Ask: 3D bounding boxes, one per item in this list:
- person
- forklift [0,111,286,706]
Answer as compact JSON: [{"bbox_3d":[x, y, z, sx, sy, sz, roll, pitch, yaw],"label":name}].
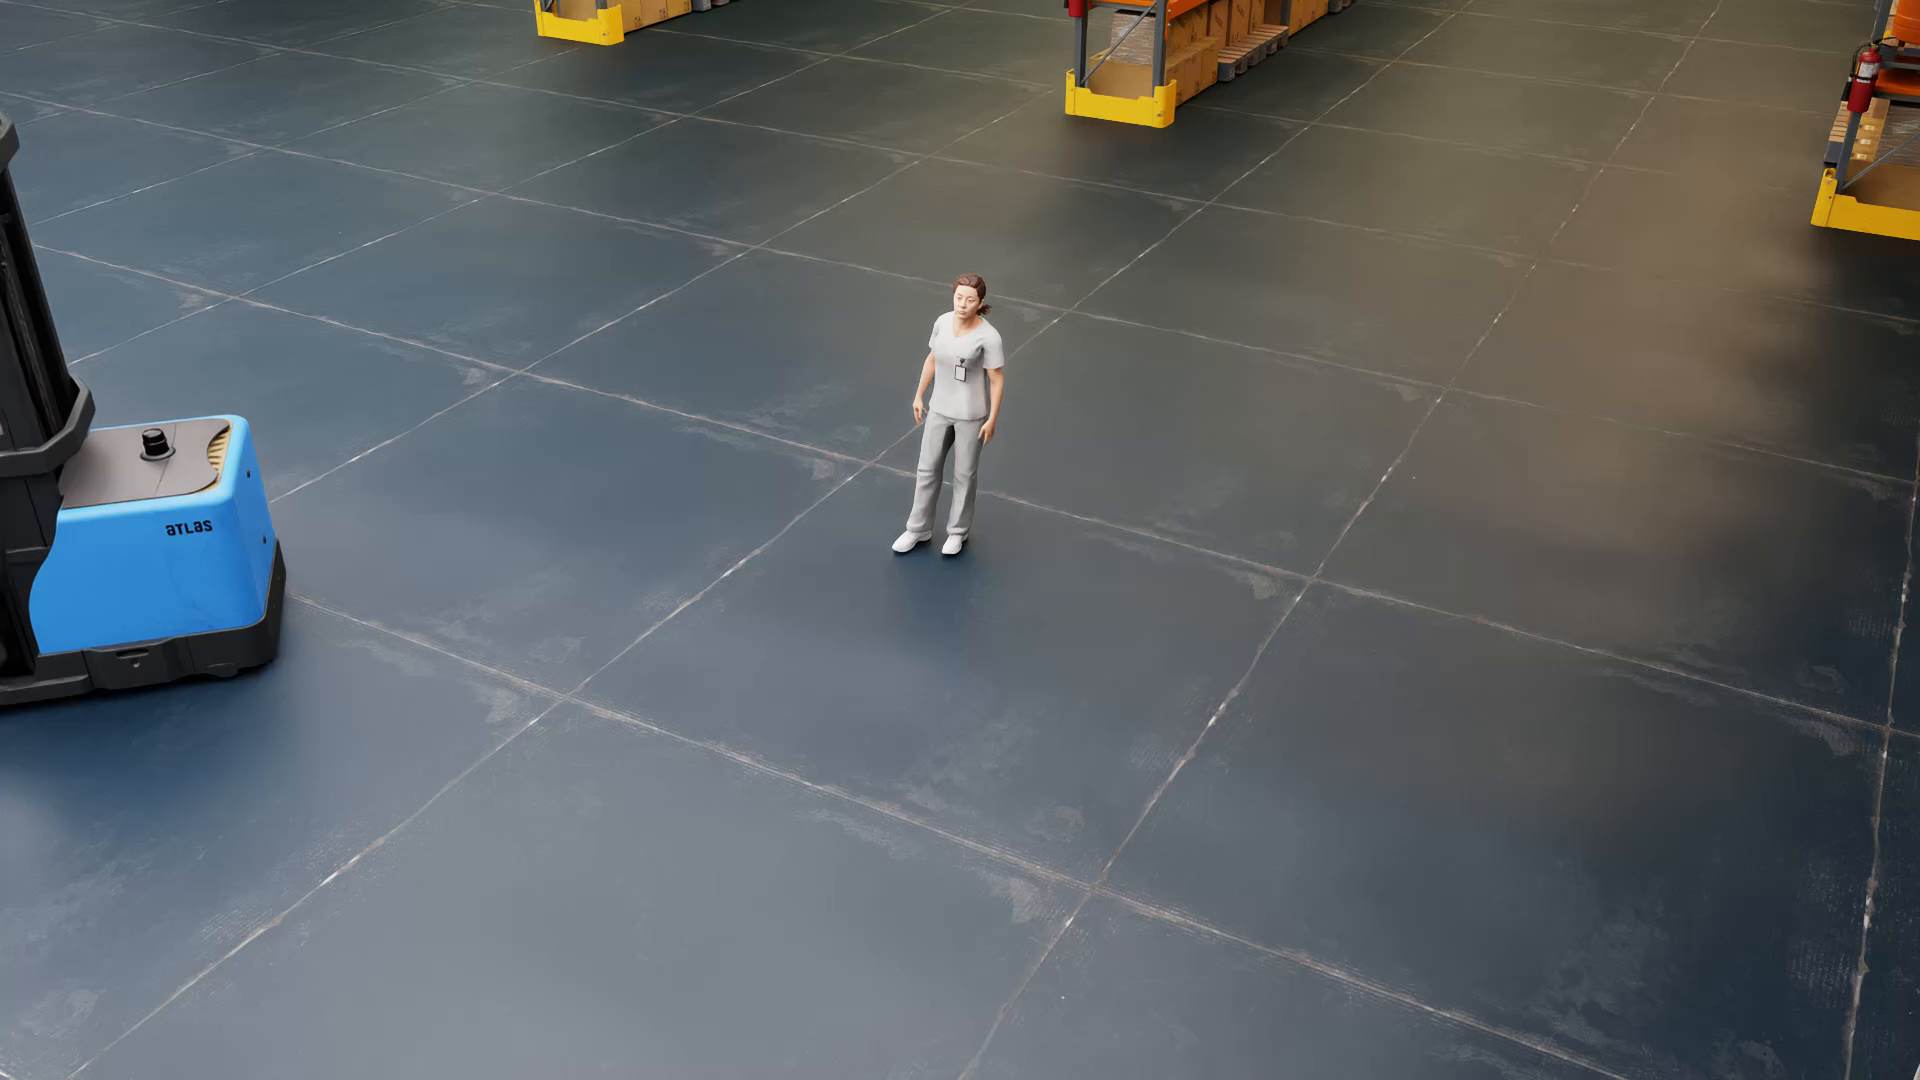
[{"bbox_3d":[-0.048,-0.703,9.530,0.549,1.673,0.548,15,33,25],"label":"person"},{"bbox_3d":[-5.205,-0.608,8.123,3.031,2.935,1.130,-8,31,-13],"label":"forklift"}]
